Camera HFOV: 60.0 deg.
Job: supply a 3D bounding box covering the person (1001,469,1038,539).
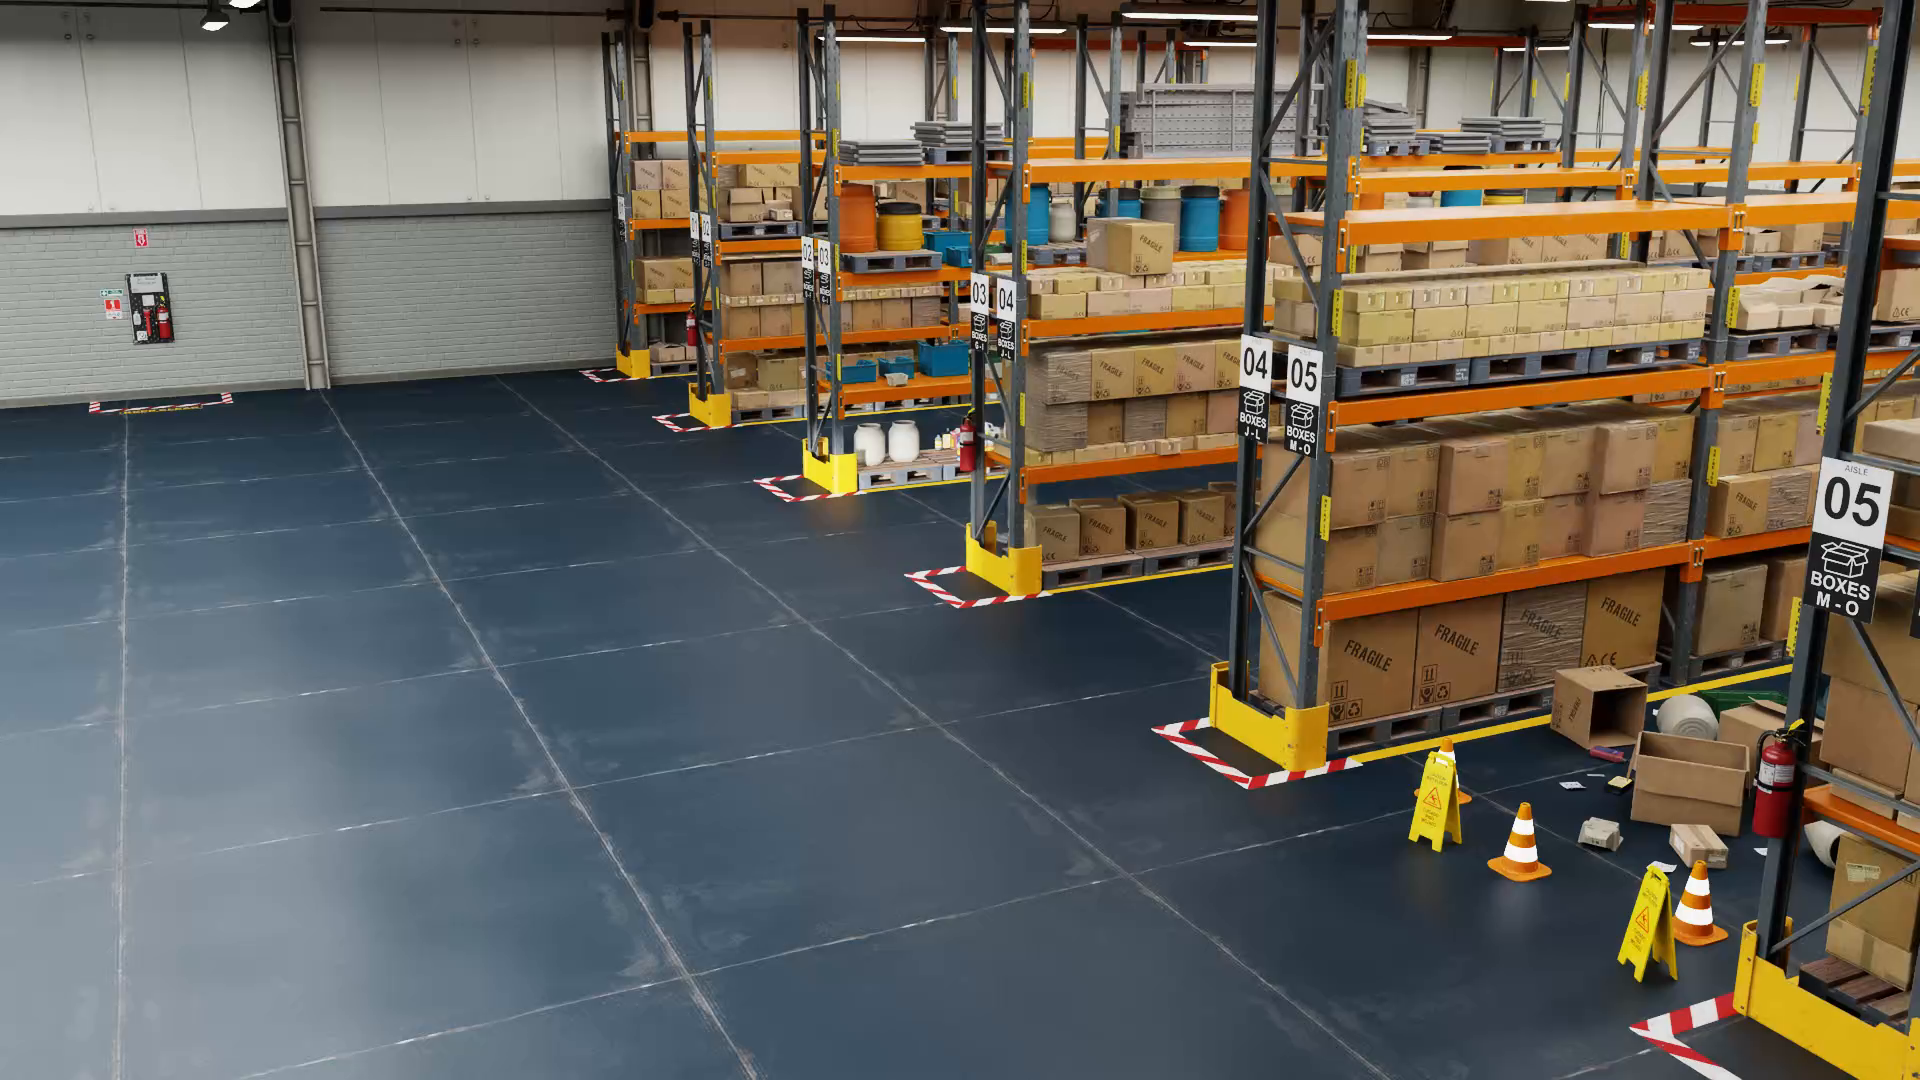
[{"bbox_3d":[0.703,-0.847,18.969,0.393,1.785,0.533,-7,17,-24],"label":"person"}]
